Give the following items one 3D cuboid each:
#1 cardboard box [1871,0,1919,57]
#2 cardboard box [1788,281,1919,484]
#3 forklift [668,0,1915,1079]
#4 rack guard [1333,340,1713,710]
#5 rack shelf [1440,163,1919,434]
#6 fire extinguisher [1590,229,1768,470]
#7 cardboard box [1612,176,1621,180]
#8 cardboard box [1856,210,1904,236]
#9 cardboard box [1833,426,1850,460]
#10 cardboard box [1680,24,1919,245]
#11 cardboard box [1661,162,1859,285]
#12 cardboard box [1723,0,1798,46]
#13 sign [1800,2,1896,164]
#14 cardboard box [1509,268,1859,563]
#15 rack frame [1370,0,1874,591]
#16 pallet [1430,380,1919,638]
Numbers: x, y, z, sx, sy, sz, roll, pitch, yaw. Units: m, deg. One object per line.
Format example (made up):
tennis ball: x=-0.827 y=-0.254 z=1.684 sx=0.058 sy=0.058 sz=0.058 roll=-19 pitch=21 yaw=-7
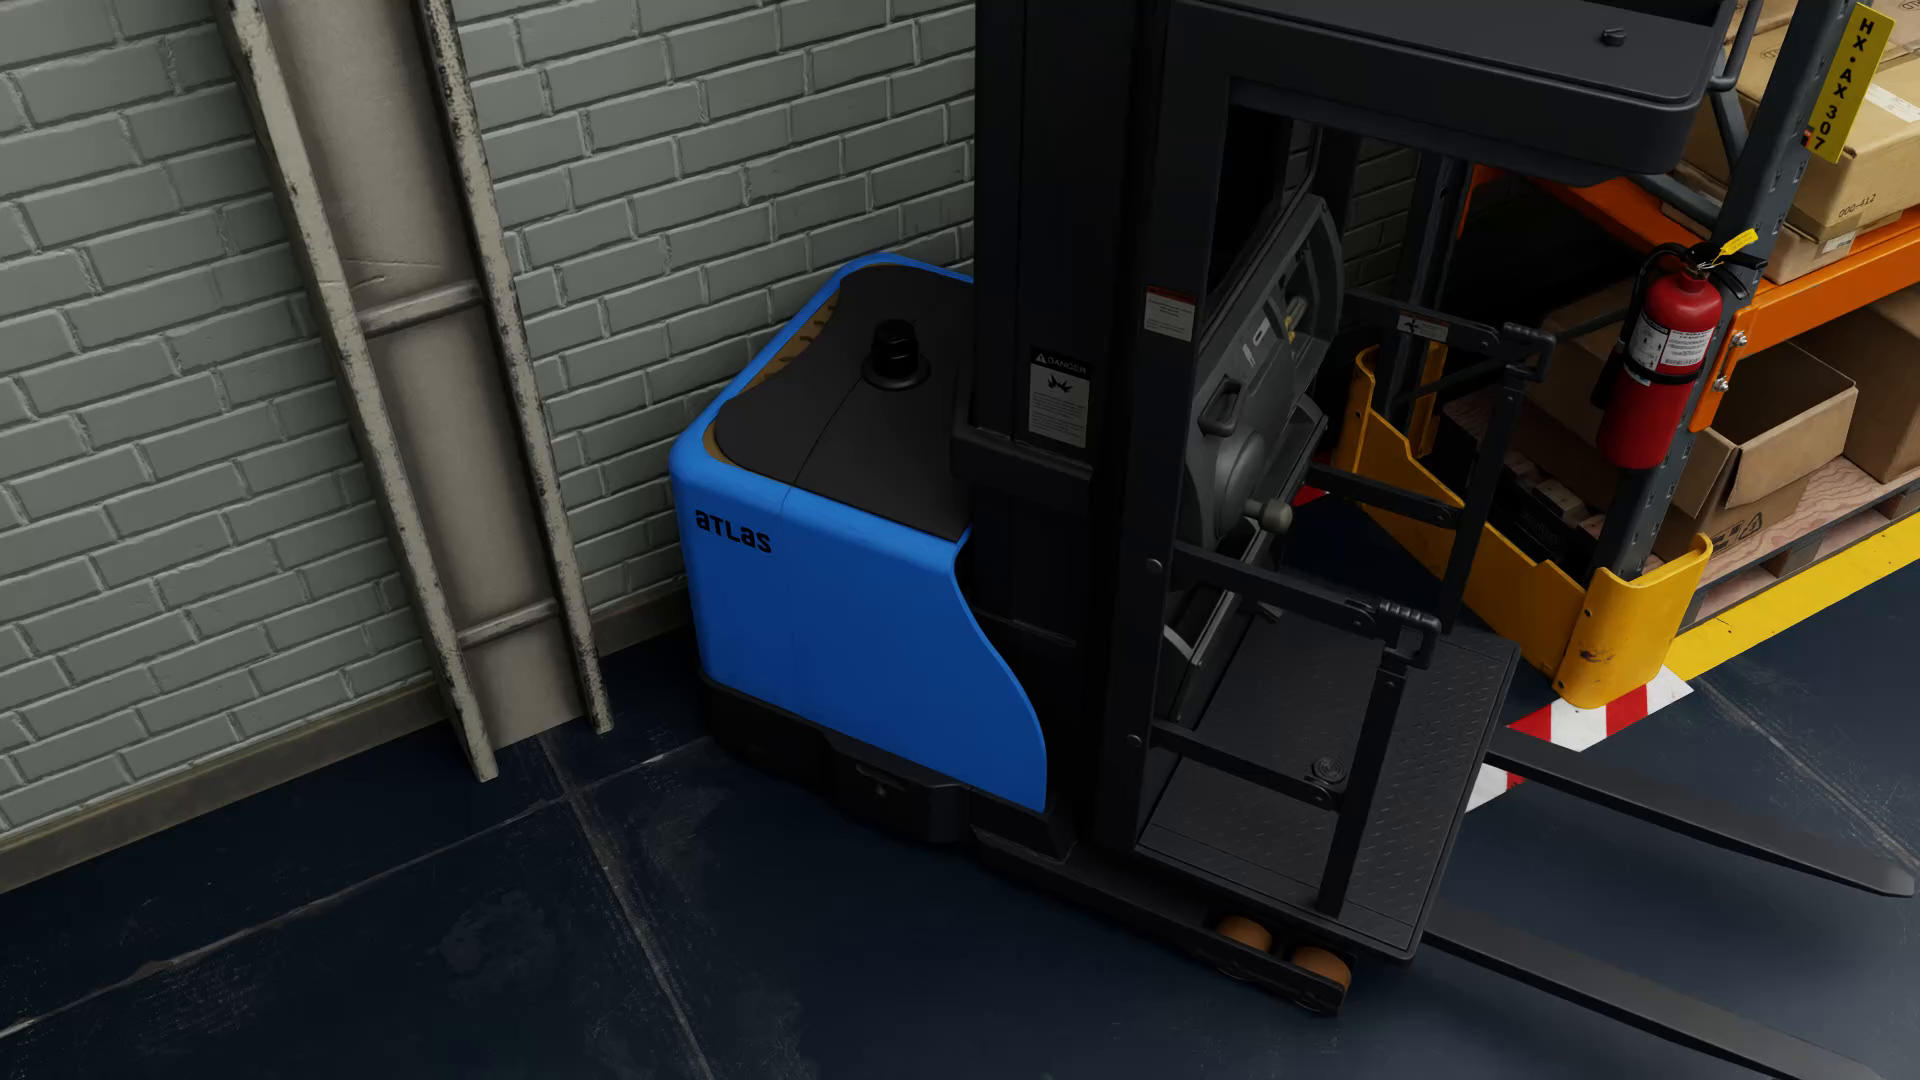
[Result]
cardboard box: x=2.529 y=-1.184 z=4.210 sx=0.500 sy=0.250 sz=0.500 roll=-21 pitch=48 yaw=-21
cardboard box: x=2.902 y=-0.643 z=5.252 sx=0.500 sy=0.500 sz=0.700 roll=-20 pitch=48 yaw=-19
forklift: x=0.838 y=-0.328 z=3.483 sx=3.031 sy=2.935 sz=1.130 roll=19 pitch=47 yaw=19
rack guard: x=1.630 y=-0.091 z=4.985 sx=0.348 sy=0.500 sz=1.175 roll=-22 pitch=48 yaw=-21
rack shelf: x=3.298 y=-1.397 z=5.052 sx=4.000 sy=0.370 sz=1.077 roll=-22 pitch=48 yaw=-21
fire extinguisher: x=1.667 y=-0.470 z=3.903 sx=0.183 sy=0.674 sz=0.296 roll=-22 pitch=48 yaw=-21
cardboard box: x=1.718 y=-1.148 z=4.460 sx=0.250 sy=0.149 sz=0.380 roll=-22 pitch=48 yaw=-21
cardboard box: x=2.183 y=-0.936 z=4.241 sx=0.250 sy=0.149 sz=0.380 roll=-21 pitch=48 yaw=-20
cardboard box: x=2.529 y=-0.368 z=5.221 sx=0.250 sy=0.149 sz=0.380 roll=-24 pitch=49 yaw=-22
cardboard box: x=2.092 y=-1.009 z=4.030 sx=0.500 sy=0.250 sz=0.500 roll=-22 pitch=48 yaw=-21
cardboard box: x=1.986 y=-0.820 z=4.121 sx=0.250 sy=0.149 sz=0.380 roll=-22 pitch=48 yaw=-21
cardboard box: x=1.831 y=-1.334 z=4.365 sx=0.500 sy=0.250 sz=0.500 roll=-20 pitch=48 yaw=-20
sign: x=1.834 y=-0.944 z=3.448 sx=0.005 sy=0.325 sz=0.100 roll=-22 pitch=48 yaw=-21
cardboard box: x=2.142 y=-0.371 z=4.970 sx=0.637 sy=0.503 sz=0.797 roll=-24 pitch=49 yaw=-22
rack frame: x=1.564 y=-0.961 z=4.087 sx=0.127 sy=3.000 sz=1.000 roll=-22 pitch=48 yaw=-21
pallet: x=2.321 y=-0.264 z=5.371 sx=1.213 sy=0.211 sz=1.003 roll=-22 pitch=48 yaw=-21
